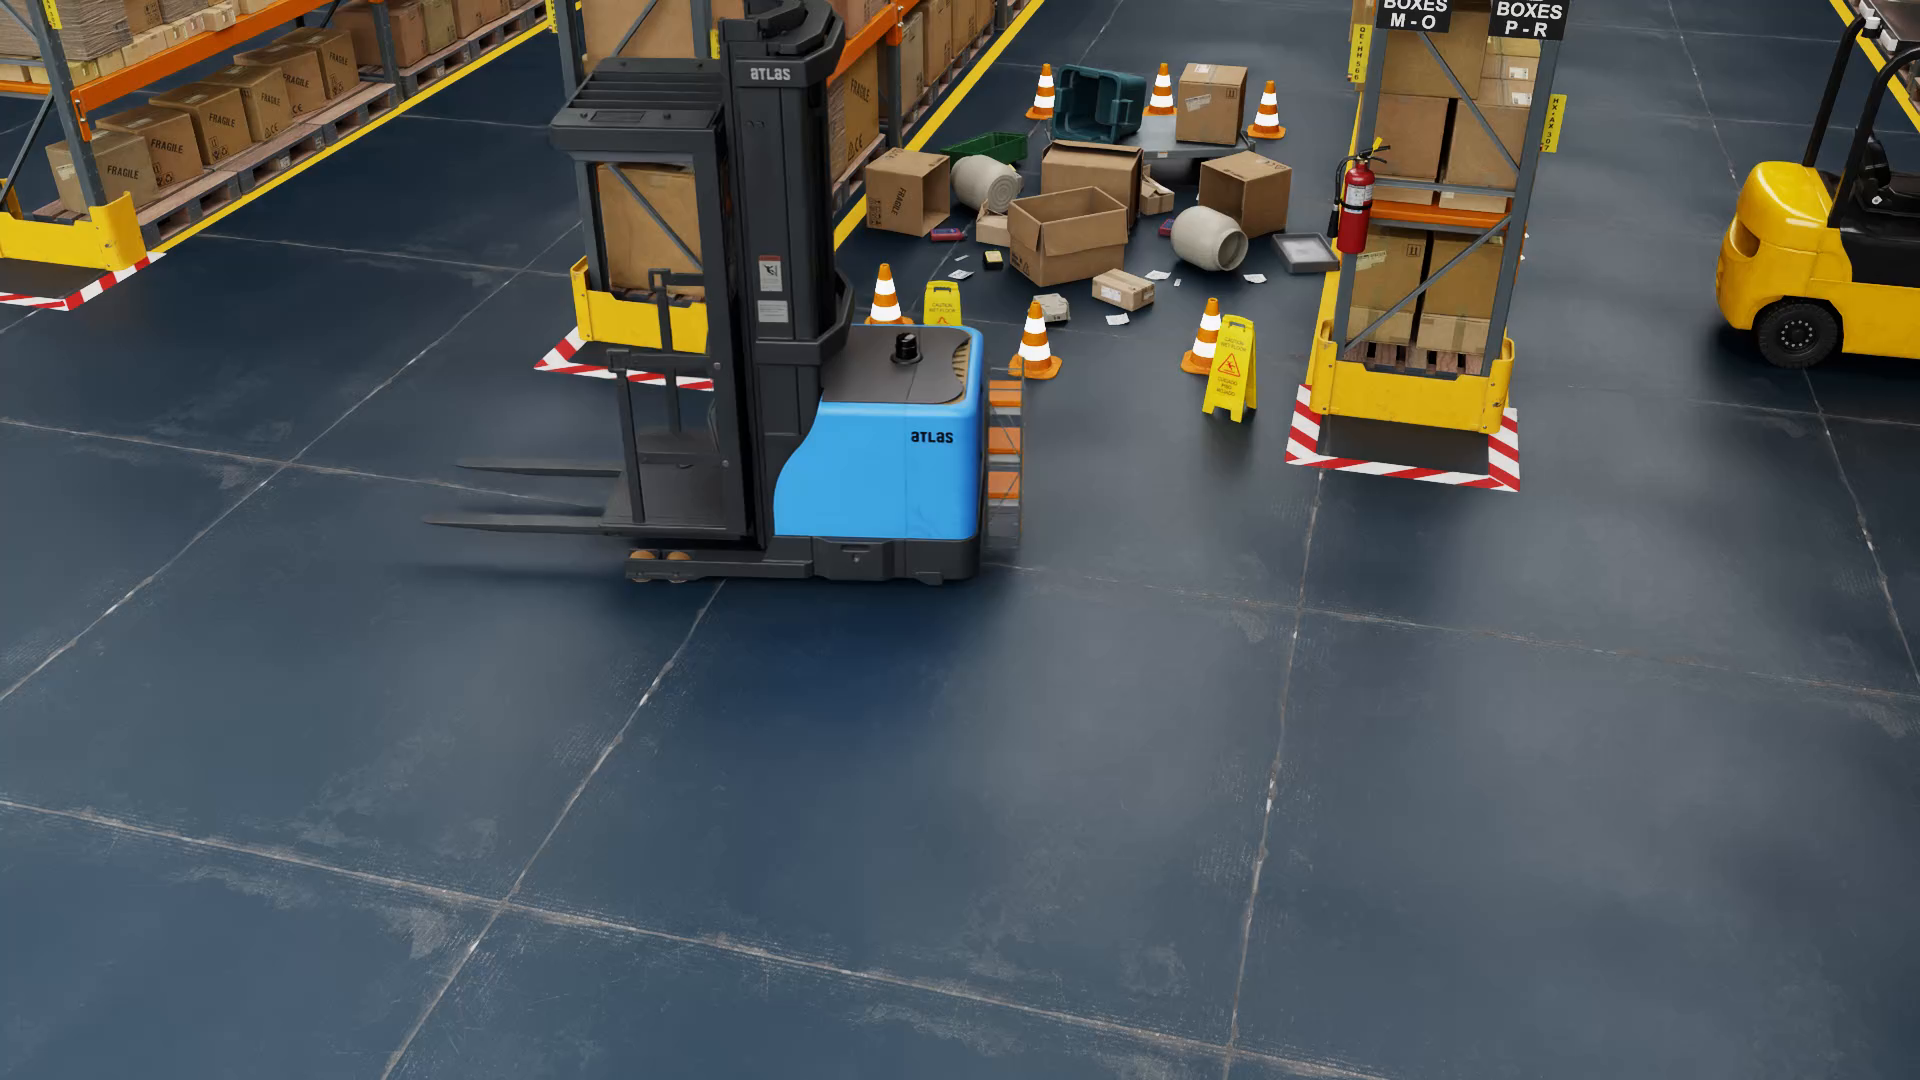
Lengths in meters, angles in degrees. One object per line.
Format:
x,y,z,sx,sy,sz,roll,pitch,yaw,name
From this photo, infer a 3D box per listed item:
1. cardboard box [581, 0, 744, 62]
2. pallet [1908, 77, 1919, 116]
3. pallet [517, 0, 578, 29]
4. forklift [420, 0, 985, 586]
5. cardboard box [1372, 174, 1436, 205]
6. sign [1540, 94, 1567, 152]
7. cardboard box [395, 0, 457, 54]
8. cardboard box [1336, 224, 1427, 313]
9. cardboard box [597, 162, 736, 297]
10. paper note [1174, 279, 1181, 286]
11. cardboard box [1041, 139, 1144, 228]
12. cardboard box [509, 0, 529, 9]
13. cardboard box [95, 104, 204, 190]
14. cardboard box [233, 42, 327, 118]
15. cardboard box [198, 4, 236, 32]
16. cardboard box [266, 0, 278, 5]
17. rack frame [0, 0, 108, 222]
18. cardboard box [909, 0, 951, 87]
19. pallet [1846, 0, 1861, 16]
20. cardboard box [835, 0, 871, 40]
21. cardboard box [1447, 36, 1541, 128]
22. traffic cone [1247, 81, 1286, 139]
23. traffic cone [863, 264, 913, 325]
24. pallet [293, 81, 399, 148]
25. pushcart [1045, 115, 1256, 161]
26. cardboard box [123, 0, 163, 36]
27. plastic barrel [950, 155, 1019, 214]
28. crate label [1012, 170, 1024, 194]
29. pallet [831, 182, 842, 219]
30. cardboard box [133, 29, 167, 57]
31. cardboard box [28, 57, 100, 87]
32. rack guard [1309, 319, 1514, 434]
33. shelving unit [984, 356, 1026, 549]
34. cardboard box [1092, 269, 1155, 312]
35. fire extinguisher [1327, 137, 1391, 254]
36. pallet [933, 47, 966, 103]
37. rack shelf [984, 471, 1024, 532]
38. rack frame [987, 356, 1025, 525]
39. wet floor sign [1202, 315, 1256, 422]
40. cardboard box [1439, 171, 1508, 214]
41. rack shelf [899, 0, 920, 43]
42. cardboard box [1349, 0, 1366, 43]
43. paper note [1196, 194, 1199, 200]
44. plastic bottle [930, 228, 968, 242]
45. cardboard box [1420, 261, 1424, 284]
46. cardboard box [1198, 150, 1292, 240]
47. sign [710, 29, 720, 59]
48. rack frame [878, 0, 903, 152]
-1.889,-3.371,10.611,0.875,0.550,0.550,8,33,12,cardboard box
9.379,-3.922,15.223,1.003,0.211,1.213,8,33,12,pallet
-4.962,-5.962,18.432,1.003,0.211,1.213,8,33,12,pallet
-1.394,-1.288,8.543,3.031,2.935,1.130,2,32,3,forklift
2.681,-2.161,10.087,0.380,0.149,0.250,9,34,14,cardboard box
3.318,-2.335,9.320,0.100,0.325,0.005,8,33,12,sign
-5.462,-5.160,16.490,0.700,0.500,0.500,8,33,12,cardboard box
2.744,-1.828,10.802,0.500,0.500,0.500,8,33,13,cardboard box
-1.912,-2.306,11.671,0.875,0.875,0.875,8,33,13,cardboard box
1.599,-1.893,12.218,0.032,0.001,0.123,8,33,12,paper note
1.019,-2.790,13.043,0.797,0.637,0.503,8,33,12,cardboard box
-5.041,-6.035,17.867,0.700,0.500,0.500,5,33,8,cardboard box
-6.499,-3.152,13.350,0.500,0.500,0.500,17,36,25,cardboard box
-6.056,-4.090,14.827,0.500,0.500,0.500,19,37,27,cardboard box
-6.015,-4.167,13.243,0.380,0.149,0.250,8,33,12,cardboard box
-5.913,-4.569,13.875,0.380,0.149,0.250,8,33,12,cardboard box
-6.793,-3.393,11.791,1.000,3.000,0.127,8,33,12,rack frame
-0.686,-4.803,15.715,1.050,0.750,0.750,8,33,12,cardboard box
10.471,-5.993,18.480,1.003,0.211,1.213,8,33,12,pallet
-1.205,-4.322,13.113,0.875,0.550,0.550,8,33,12,cardboard box
3.438,-2.953,10.729,0.500,0.500,0.500,7,33,11,cardboard box
2.769,-3.883,14.926,0.336,0.463,0.334,8,33,12,traffic cone
-0.512,-1.677,11.456,0.336,0.463,0.334,8,33,12,traffic cone
-5.914,-3.938,15.248,1.003,0.211,1.213,8,33,12,pallet
1.590,-3.297,14.084,1.648,0.377,0.936,-3,33,-4,pushcart
-6.616,-4.118,12.561,0.875,0.500,0.500,8,33,12,cardboard box
0.190,-2.856,13.348,0.421,0.421,0.512,-21,38,-29,plastic barrel
0.375,-2.967,13.790,0.298,0.136,0.250,-14,35,-21,crate label
-1.582,-2.545,13.056,1.003,0.211,1.213,8,33,12,pallet
-6.286,-3.789,12.649,0.380,0.149,0.250,8,33,12,cardboard box
-6.490,-3.402,12.040,0.380,0.149,0.250,8,33,12,cardboard box
2.812,-1.028,10.401,1.175,0.500,0.348,8,33,12,rack guard
0.240,-0.465,9.003,0.215,1.050,0.252,1,32,2,shelving unit
1.172,-1.795,11.935,0.380,0.149,0.250,28,42,36,cardboard box
2.318,-2.014,9.694,0.296,0.674,0.183,8,33,12,fire extinguisher
-0.575,-4.610,16.304,1.003,0.211,1.213,8,33,12,pallet
0.240,-0.222,9.158,0.215,0.259,0.240,1,32,2,rack shelf
0.245,-0.531,9.106,0.200,1.050,0.008,1,32,2,rack frame
1.710,-1.097,10.374,0.267,0.644,0.232,20,38,29,wet floor sign
3.079,-2.086,9.969,0.380,0.149,0.250,8,33,13,cardboard box
-0.498,-5.475,15.737,1.077,0.370,4.000,8,33,12,rack shelf
2.877,-3.468,10.607,0.700,0.500,0.500,8,33,12,cardboard box
2.023,-2.823,13.663,0.148,0.019,0.142,8,33,12,paper note
-0.086,-2.372,12.925,0.283,0.061,0.133,-3,33,-4,plastic bottle
3.528,-1.990,11.756,0.500,0.250,0.500,10,34,16,cardboard box
2.220,-2.695,13.020,0.500,0.500,0.500,-21,38,-29,cardboard box
-1.485,-2.985,10.269,0.100,0.325,0.005,8,33,12,sign
-1.005,-4.741,13.911,1.000,3.000,0.127,8,33,12,rack frame
